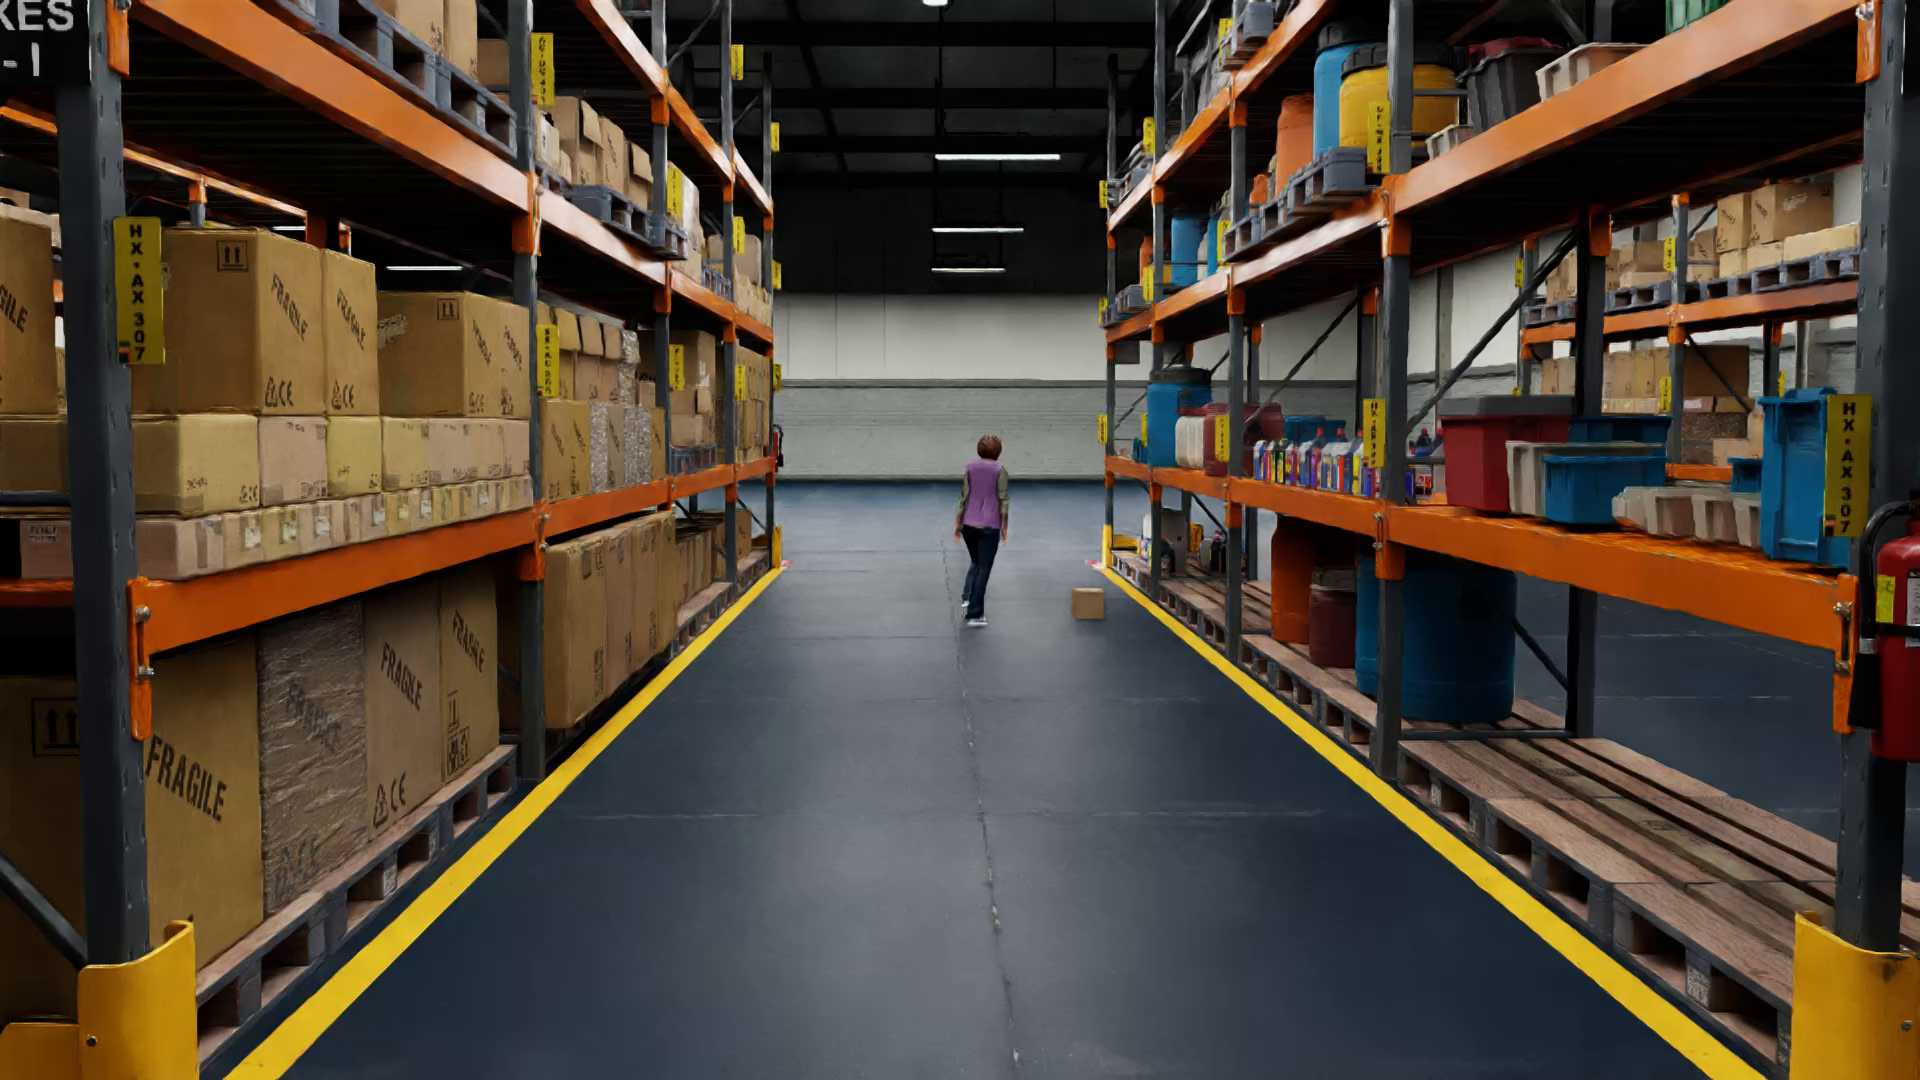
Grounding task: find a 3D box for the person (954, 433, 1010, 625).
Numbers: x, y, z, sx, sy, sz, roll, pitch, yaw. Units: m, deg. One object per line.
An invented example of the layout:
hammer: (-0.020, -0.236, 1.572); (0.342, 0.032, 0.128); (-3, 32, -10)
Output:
person: (0.190, -0.088, 13.760); (0.445, 1.587, 0.461); (2, 4, 28)
